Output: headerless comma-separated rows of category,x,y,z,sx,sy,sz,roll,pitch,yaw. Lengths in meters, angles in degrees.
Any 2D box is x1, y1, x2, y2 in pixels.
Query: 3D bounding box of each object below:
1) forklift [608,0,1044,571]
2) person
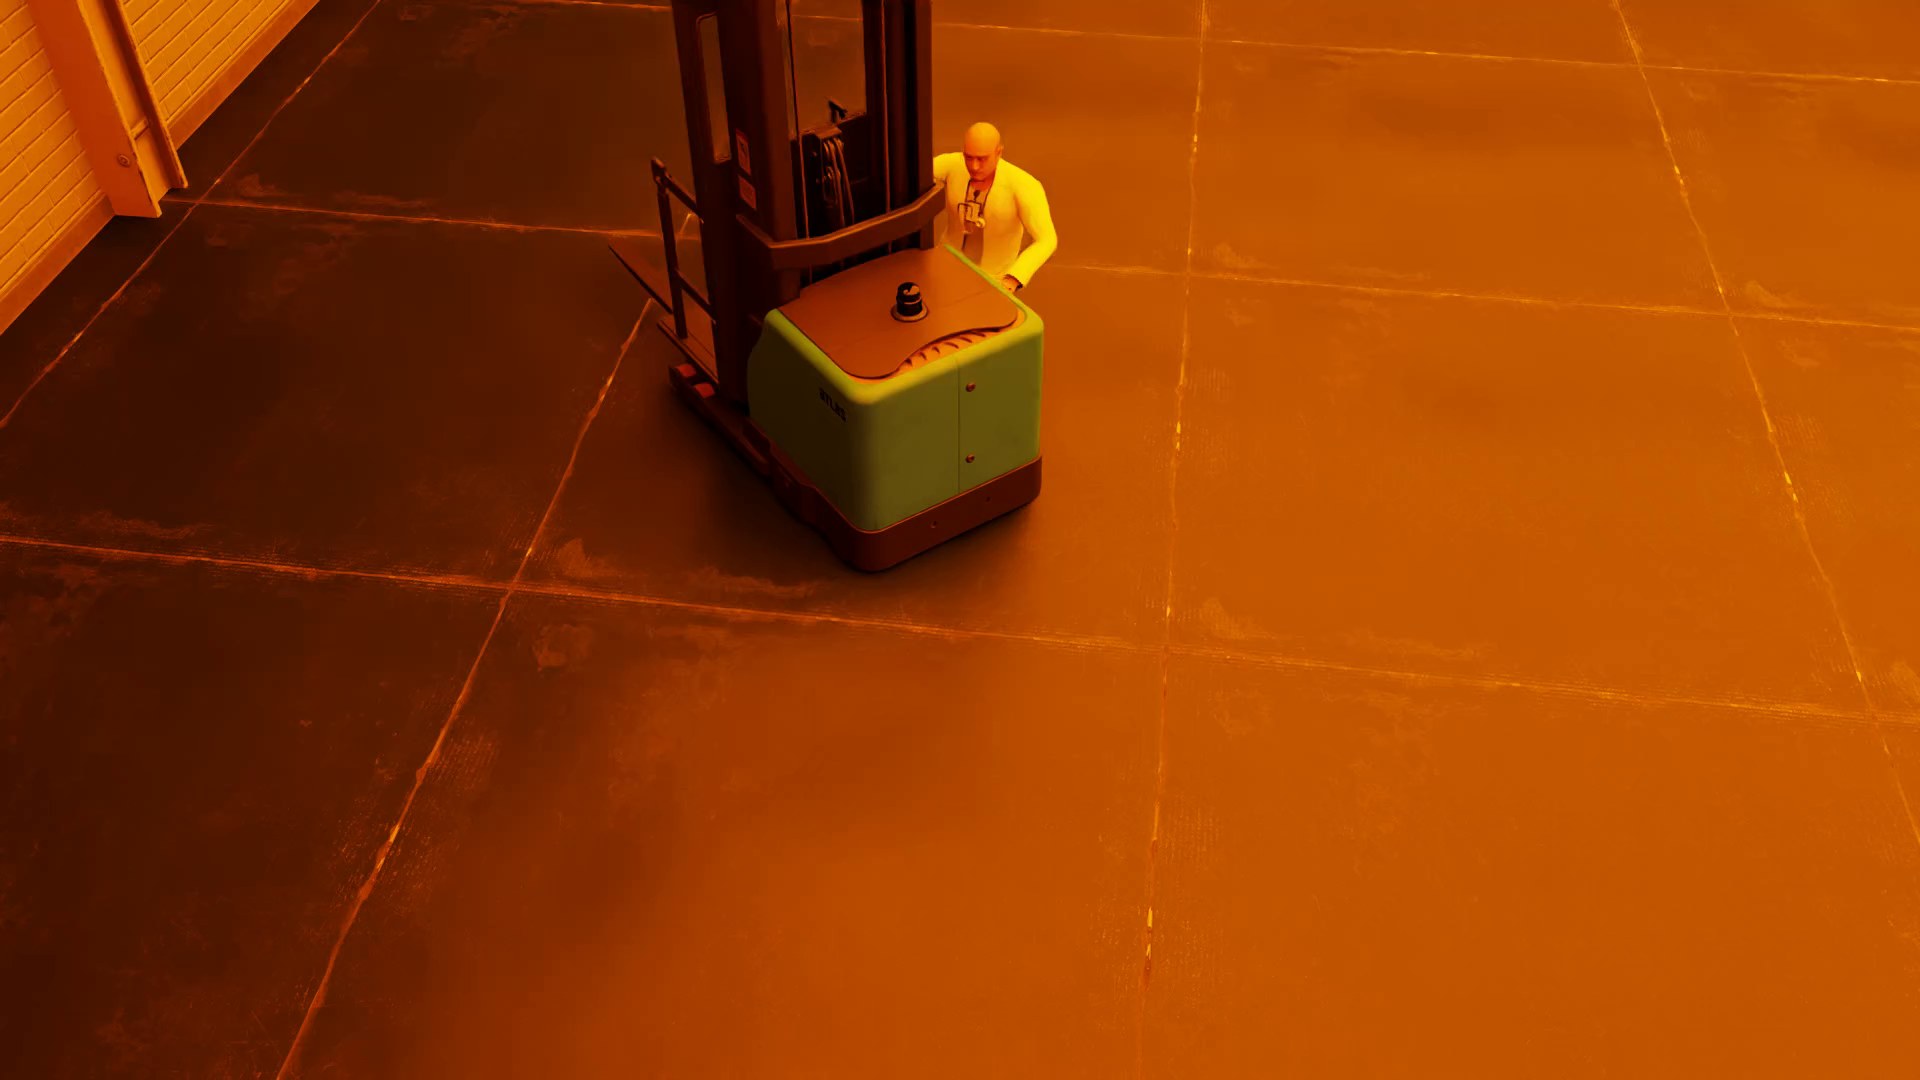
forklift,-0.859,-1.897,7.790,1.130,2.935,3.031,-25,48,-25
person,-0.003,-1.221,8.118,0.869,1.537,0.908,11,44,12
